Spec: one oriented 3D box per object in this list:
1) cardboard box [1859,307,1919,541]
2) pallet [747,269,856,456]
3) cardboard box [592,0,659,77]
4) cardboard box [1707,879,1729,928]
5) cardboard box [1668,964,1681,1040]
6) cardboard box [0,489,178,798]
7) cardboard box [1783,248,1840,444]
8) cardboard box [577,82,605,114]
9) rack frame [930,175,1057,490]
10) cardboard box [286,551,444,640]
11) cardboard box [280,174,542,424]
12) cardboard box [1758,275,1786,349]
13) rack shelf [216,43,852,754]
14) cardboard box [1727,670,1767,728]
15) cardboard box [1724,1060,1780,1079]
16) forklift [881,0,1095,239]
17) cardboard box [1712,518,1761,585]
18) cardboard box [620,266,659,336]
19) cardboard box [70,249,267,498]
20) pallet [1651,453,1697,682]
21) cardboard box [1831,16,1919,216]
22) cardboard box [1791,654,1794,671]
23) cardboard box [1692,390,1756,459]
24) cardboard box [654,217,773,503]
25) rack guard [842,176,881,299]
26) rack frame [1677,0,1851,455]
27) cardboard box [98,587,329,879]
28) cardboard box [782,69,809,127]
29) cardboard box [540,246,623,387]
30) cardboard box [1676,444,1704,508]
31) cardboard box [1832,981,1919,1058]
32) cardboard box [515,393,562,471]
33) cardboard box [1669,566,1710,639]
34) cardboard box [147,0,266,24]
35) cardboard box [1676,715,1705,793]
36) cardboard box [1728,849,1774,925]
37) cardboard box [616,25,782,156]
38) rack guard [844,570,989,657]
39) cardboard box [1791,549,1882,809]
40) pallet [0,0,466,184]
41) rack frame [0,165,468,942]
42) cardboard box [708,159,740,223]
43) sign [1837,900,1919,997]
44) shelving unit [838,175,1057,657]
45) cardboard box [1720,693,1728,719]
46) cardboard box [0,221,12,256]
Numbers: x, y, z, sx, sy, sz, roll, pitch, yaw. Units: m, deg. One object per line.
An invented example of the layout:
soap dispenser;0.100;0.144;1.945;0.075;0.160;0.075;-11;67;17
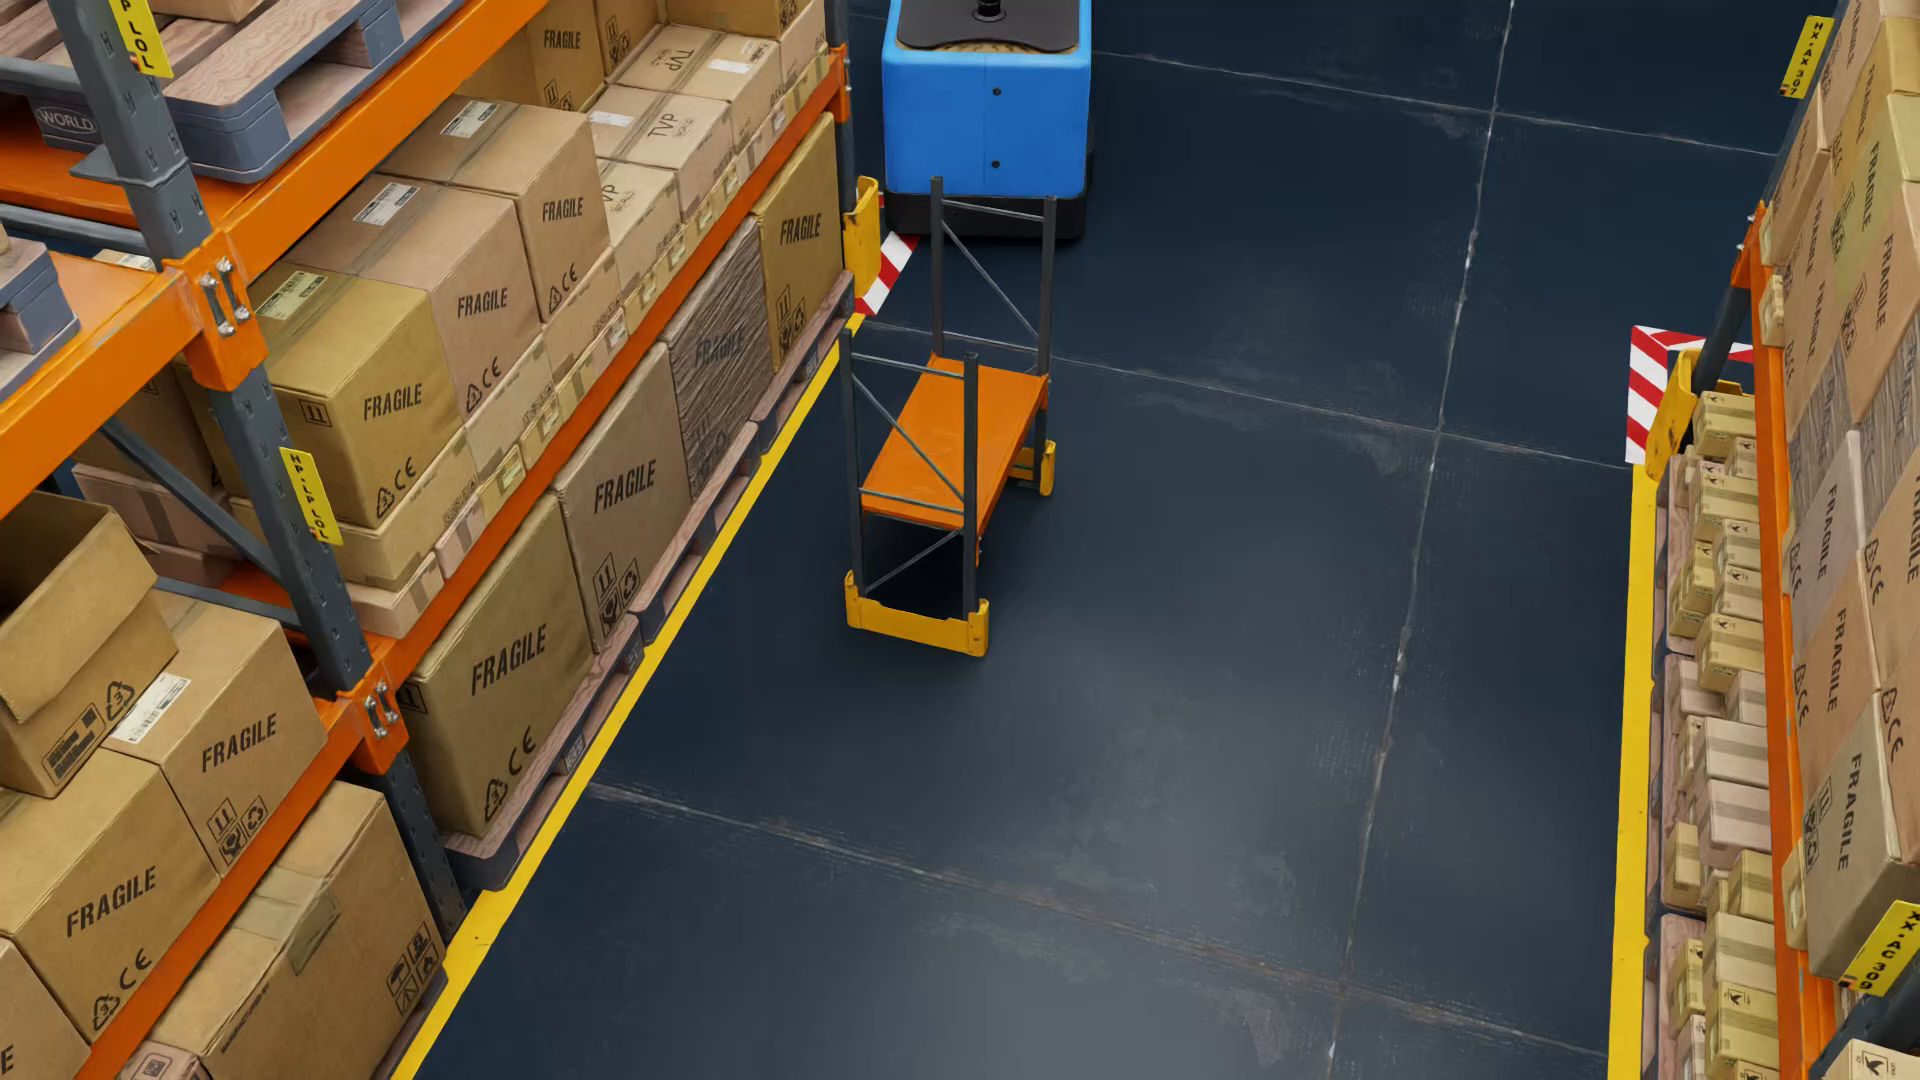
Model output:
cardboard box;2.684;-0.271;4.282;0.500;0.500;0.500;14;46;14
pallet;-1.173;-0.955;7.974;1.003;0.211;1.213;13;46;13
cardboard box;-1.559;-2.226;6.637;0.500;0.500;0.500;12;46;12
cardboard box;2.576;1.257;5.245;0.380;0.149;0.250;13;46;13
cardboard box;2.451;1.473;5.237;0.380;0.149;0.250;11;45;11
cardboard box;-2.402;0.199;4.013;0.797;0.503;0.637;11;46;11
cardboard box;2.994;-0.598;5.332;0.500;0.500;0.500;13;46;13
cardboard box;-1.715;-1.609;6.543;0.500;0.250;0.500;11;45;11
rack frame;0.128;-0.818;6.913;0.500;1.500;0.032;13;46;13
cardboard box;-1.810;0.128;5.053;0.380;0.149;0.250;13;46;13
cardboard box;-1.671;-0.747;5.126;0.500;0.500;0.500;13;46;13
cardboard box;3.111;-0.800;6.002;0.380;0.149;0.250;11;46;11
rack shelf;-1.611;-0.911;6.449;1.077;0.370;4.000;13;46;13
cardboard box;2.844;0.620;5.684;0.380;0.149;0.250;13;46;13
cardboard box;2.339;1.647;4.634;0.380;0.149;0.250;14;46;14
forklift;0.205;-3.636;8.769;1.130;2.935;3.031;2;44;2
cardboard box;3.045;0.083;6.232;0.380;0.149;0.250;10;45;11
cardboard box;-1.340;-0.911;6.115;0.380;0.149;0.250;11;46;11
cardboard box;-2.332;-0.519;4.893;0.500;0.500;0.500;14;46;14
pallet;3.388;0.198;6.795;1.003;0.211;1.213;13;46;13
cardboard box;3.155;-1.302;5.336;0.500;0.500;0.500;14;46;14
cardboard box;2.611;0.419;4.756;0.380;0.149;0.250;11;45;11
cardboard box;3.209;-0.450;6.776;0.380;0.149;0.250;11;45;11
cardboard box;-1.398;-0.842;7.083;0.875;0.875;0.875;13;46;13
rack guard;-0.998;-1.624;8.451;1.175;0.500;0.348;13;46;13
rack frame;3.691;-1.383;6.418;1.000;3.000;0.127;13;46;13
cardboard box;-2.098;0.499;4.423;0.500;0.500;0.500;13;46;13
cardboard box;-0.876;-1.930;7.157;0.380;0.149;0.250;13;46;13
cardboard box;-1.518;-0.822;5.739;0.500;0.250;0.500;14;46;13
cardboard box;3.227;-0.233;6.980;0.380;0.149;0.250;13;46;13
cardboard box;2.343;1.133;4.026;0.380;0.149;0.250;12;46;12
cardboard box;-1.573;-0.398;5.591;0.380;0.149;0.250;11;46;11
cardboard box;2.976;0.273;6.463;0.380;0.149;0.250;13;46;13
cardboard box;-2.037;-1.663;4.116;0.700;0.500;0.500;10;45;10
cardboard box;2.772;0.801;5.924;0.380;0.149;0.250;13;46;13
cardboard box;2.601;1.145;5.147;0.380;0.149;0.250;14;46;14
cardboard box;-1.053;-1.836;6.776;0.500;0.250;0.500;12;46;12
rack guard;-0.174;0.293;6.670;0.587;0.250;0.087;13;46;13
cardboard box;2.515;0.413;4.298;0.500;0.500;0.500;11;46;11
pallet;-1.959;-1.418;4.372;1.003;0.211;1.213;13;46;13
rack frame;-2.217;0.165;4.835;1.000;3.000;0.127;13;46;13
cardboard box;-1.107;-1.423;6.638;0.380;0.149;0.250;12;46;12
sign;1.960;0.864;3.502;0.100;0.325;0.005;13;46;13
shelving unit;-0.023;-0.485;6.573;0.587;1.500;1.083;13;46;13
cardboard box;2.948;0.561;5.956;0.380;0.149;0.250;15;46;15
cardboard box;-2.383;-0.704;3.207;0.700;0.500;0.500;14;46;13
